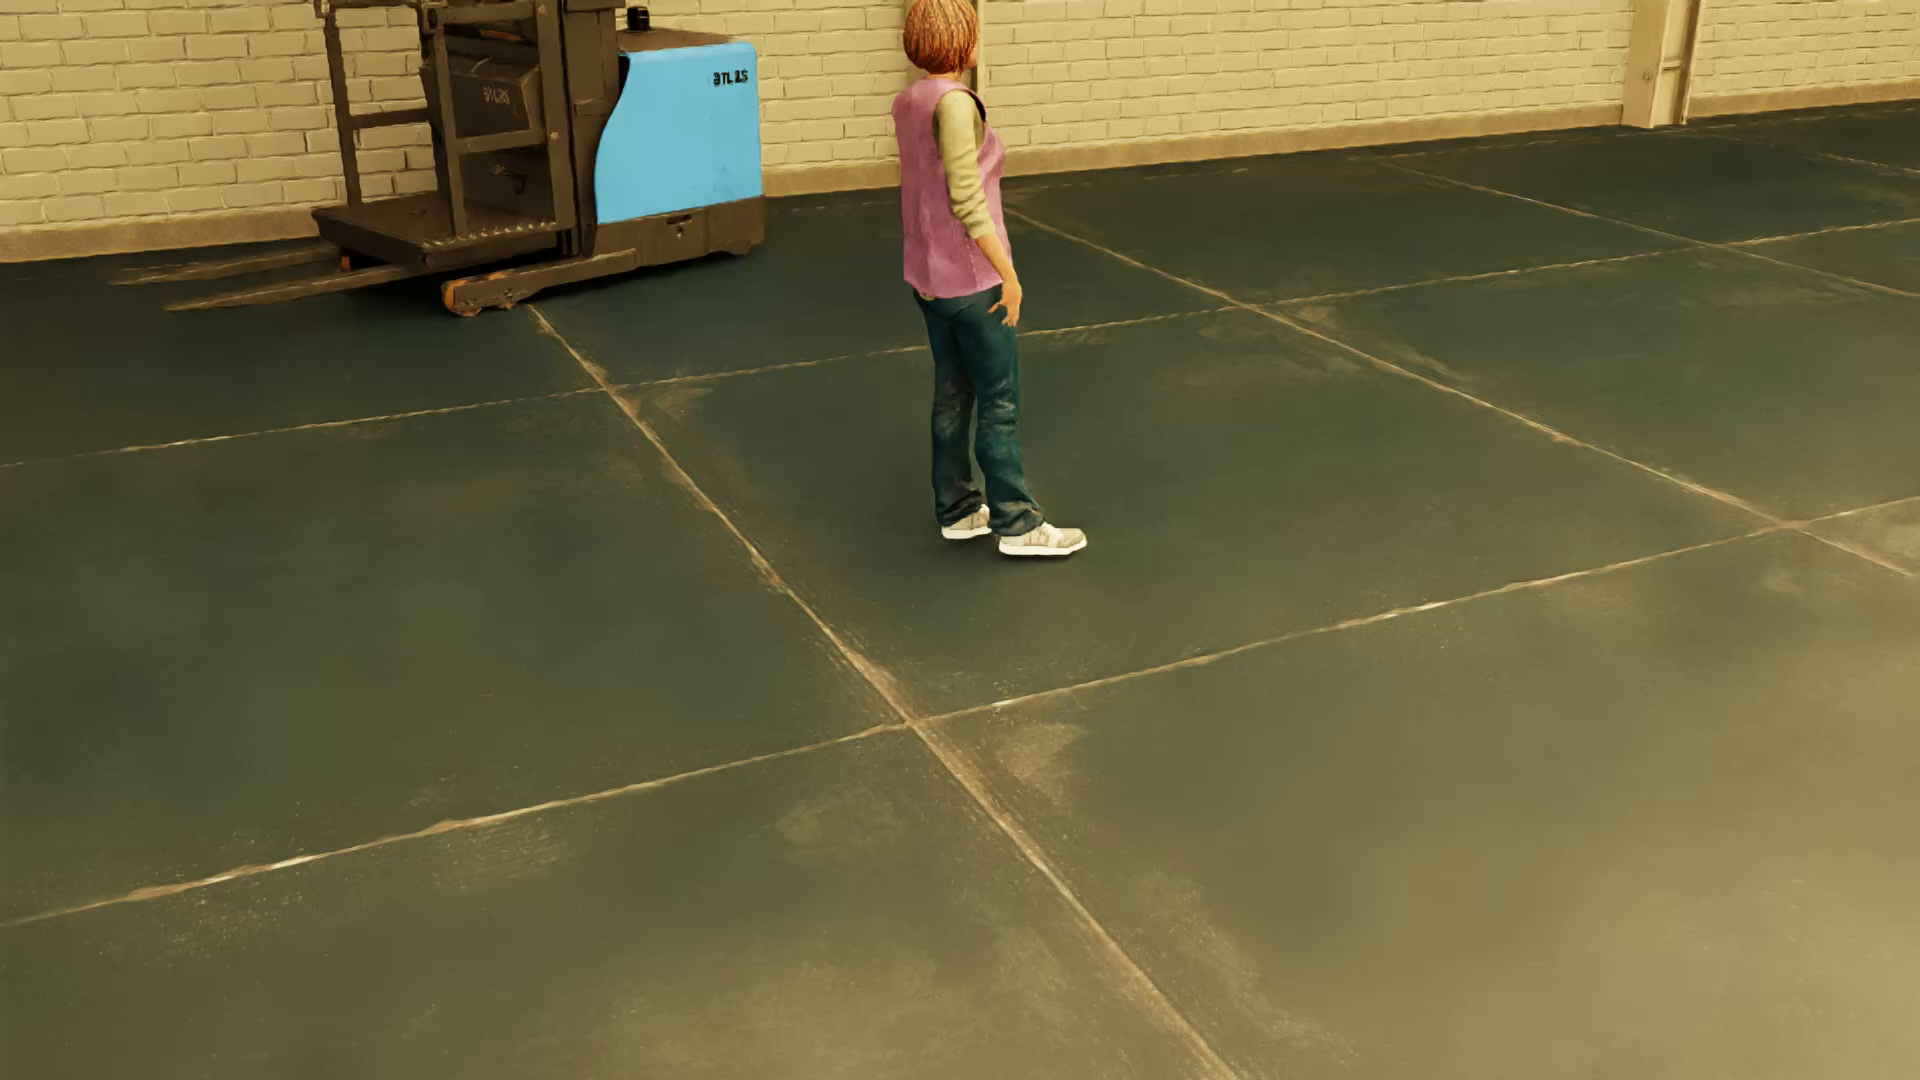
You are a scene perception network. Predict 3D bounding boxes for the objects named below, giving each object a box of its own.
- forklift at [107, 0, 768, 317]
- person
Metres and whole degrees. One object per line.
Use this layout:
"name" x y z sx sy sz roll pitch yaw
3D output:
"forklift" -2.402 -2.587 7.513 1.130 2.935 3.031 21 30 41
"person" 0.073 -0.751 4.815 0.474 1.597 0.520 -10 25 -23
